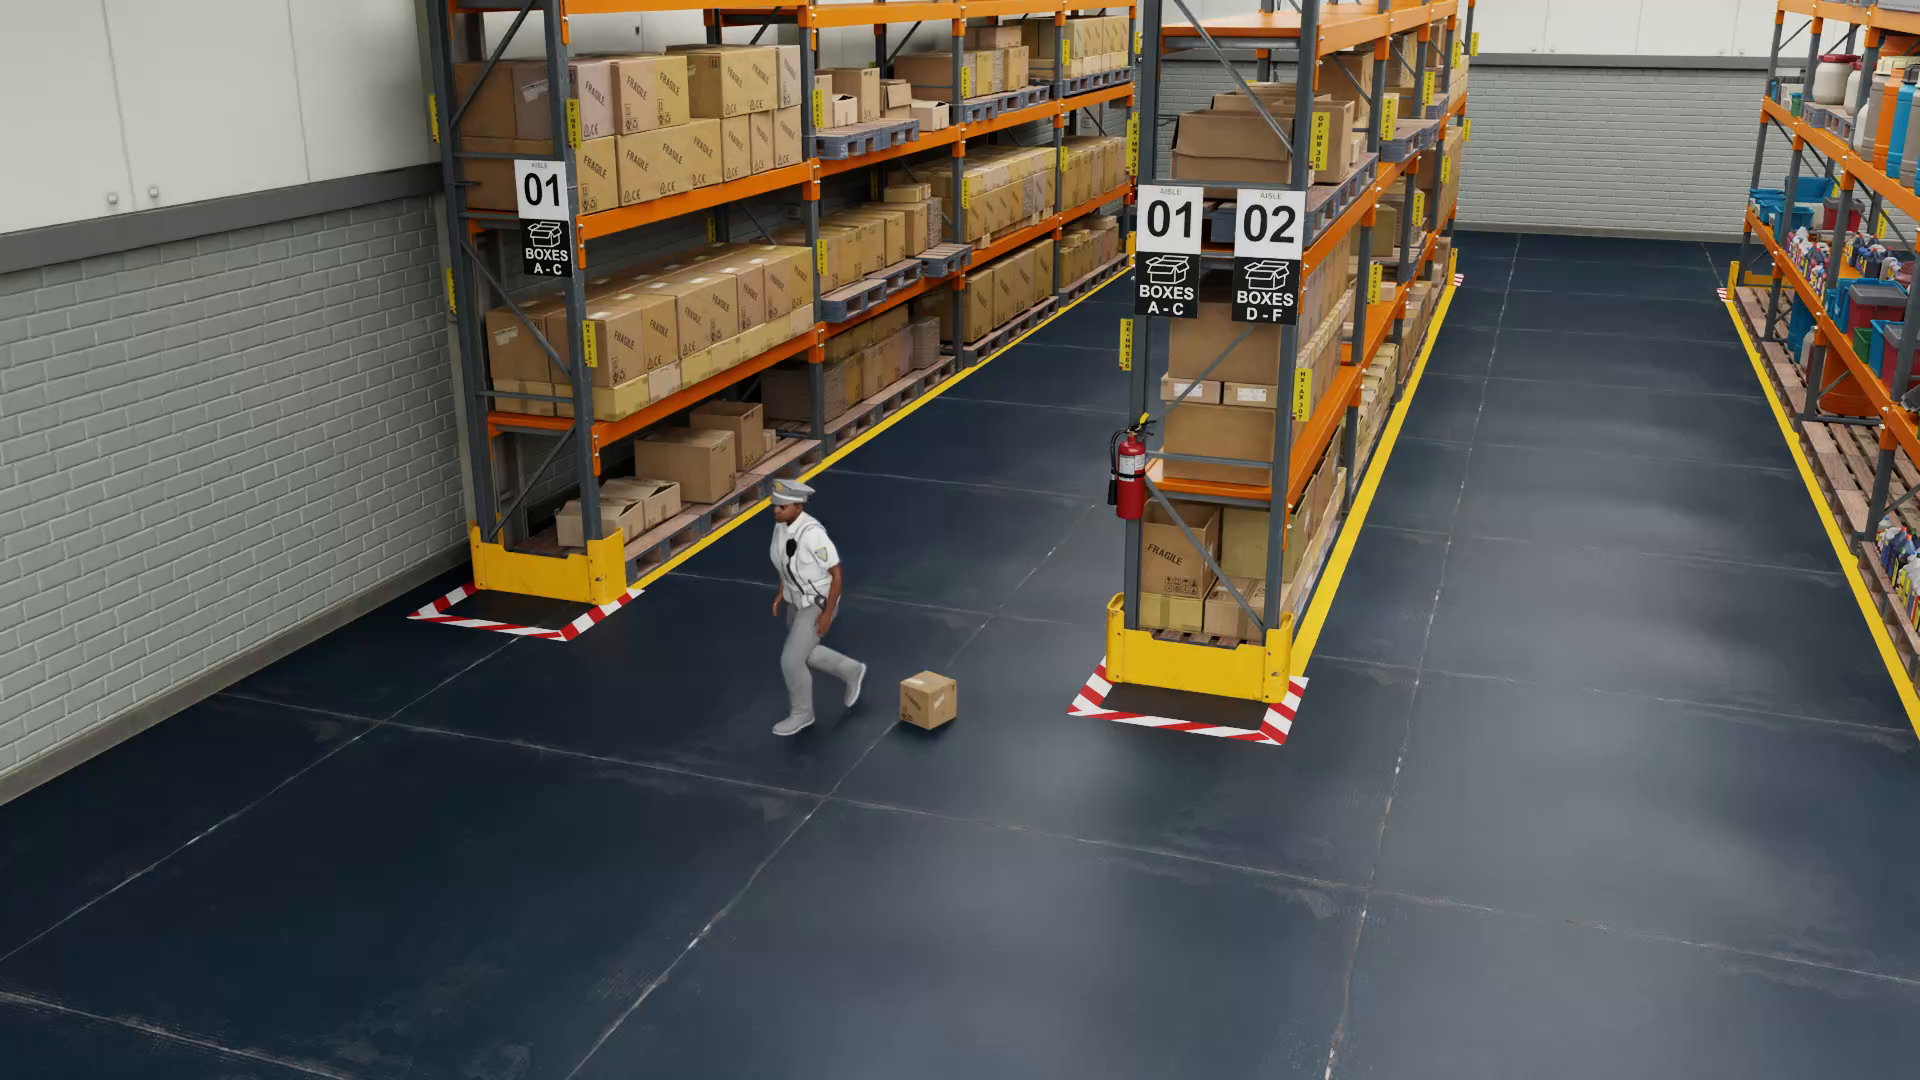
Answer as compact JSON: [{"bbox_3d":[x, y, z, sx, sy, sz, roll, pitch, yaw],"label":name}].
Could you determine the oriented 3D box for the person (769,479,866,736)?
[{"bbox_3d":[-0.819,0.369,10.036,0.711,1.644,0.579,-12,22,-32],"label":"person"}]
